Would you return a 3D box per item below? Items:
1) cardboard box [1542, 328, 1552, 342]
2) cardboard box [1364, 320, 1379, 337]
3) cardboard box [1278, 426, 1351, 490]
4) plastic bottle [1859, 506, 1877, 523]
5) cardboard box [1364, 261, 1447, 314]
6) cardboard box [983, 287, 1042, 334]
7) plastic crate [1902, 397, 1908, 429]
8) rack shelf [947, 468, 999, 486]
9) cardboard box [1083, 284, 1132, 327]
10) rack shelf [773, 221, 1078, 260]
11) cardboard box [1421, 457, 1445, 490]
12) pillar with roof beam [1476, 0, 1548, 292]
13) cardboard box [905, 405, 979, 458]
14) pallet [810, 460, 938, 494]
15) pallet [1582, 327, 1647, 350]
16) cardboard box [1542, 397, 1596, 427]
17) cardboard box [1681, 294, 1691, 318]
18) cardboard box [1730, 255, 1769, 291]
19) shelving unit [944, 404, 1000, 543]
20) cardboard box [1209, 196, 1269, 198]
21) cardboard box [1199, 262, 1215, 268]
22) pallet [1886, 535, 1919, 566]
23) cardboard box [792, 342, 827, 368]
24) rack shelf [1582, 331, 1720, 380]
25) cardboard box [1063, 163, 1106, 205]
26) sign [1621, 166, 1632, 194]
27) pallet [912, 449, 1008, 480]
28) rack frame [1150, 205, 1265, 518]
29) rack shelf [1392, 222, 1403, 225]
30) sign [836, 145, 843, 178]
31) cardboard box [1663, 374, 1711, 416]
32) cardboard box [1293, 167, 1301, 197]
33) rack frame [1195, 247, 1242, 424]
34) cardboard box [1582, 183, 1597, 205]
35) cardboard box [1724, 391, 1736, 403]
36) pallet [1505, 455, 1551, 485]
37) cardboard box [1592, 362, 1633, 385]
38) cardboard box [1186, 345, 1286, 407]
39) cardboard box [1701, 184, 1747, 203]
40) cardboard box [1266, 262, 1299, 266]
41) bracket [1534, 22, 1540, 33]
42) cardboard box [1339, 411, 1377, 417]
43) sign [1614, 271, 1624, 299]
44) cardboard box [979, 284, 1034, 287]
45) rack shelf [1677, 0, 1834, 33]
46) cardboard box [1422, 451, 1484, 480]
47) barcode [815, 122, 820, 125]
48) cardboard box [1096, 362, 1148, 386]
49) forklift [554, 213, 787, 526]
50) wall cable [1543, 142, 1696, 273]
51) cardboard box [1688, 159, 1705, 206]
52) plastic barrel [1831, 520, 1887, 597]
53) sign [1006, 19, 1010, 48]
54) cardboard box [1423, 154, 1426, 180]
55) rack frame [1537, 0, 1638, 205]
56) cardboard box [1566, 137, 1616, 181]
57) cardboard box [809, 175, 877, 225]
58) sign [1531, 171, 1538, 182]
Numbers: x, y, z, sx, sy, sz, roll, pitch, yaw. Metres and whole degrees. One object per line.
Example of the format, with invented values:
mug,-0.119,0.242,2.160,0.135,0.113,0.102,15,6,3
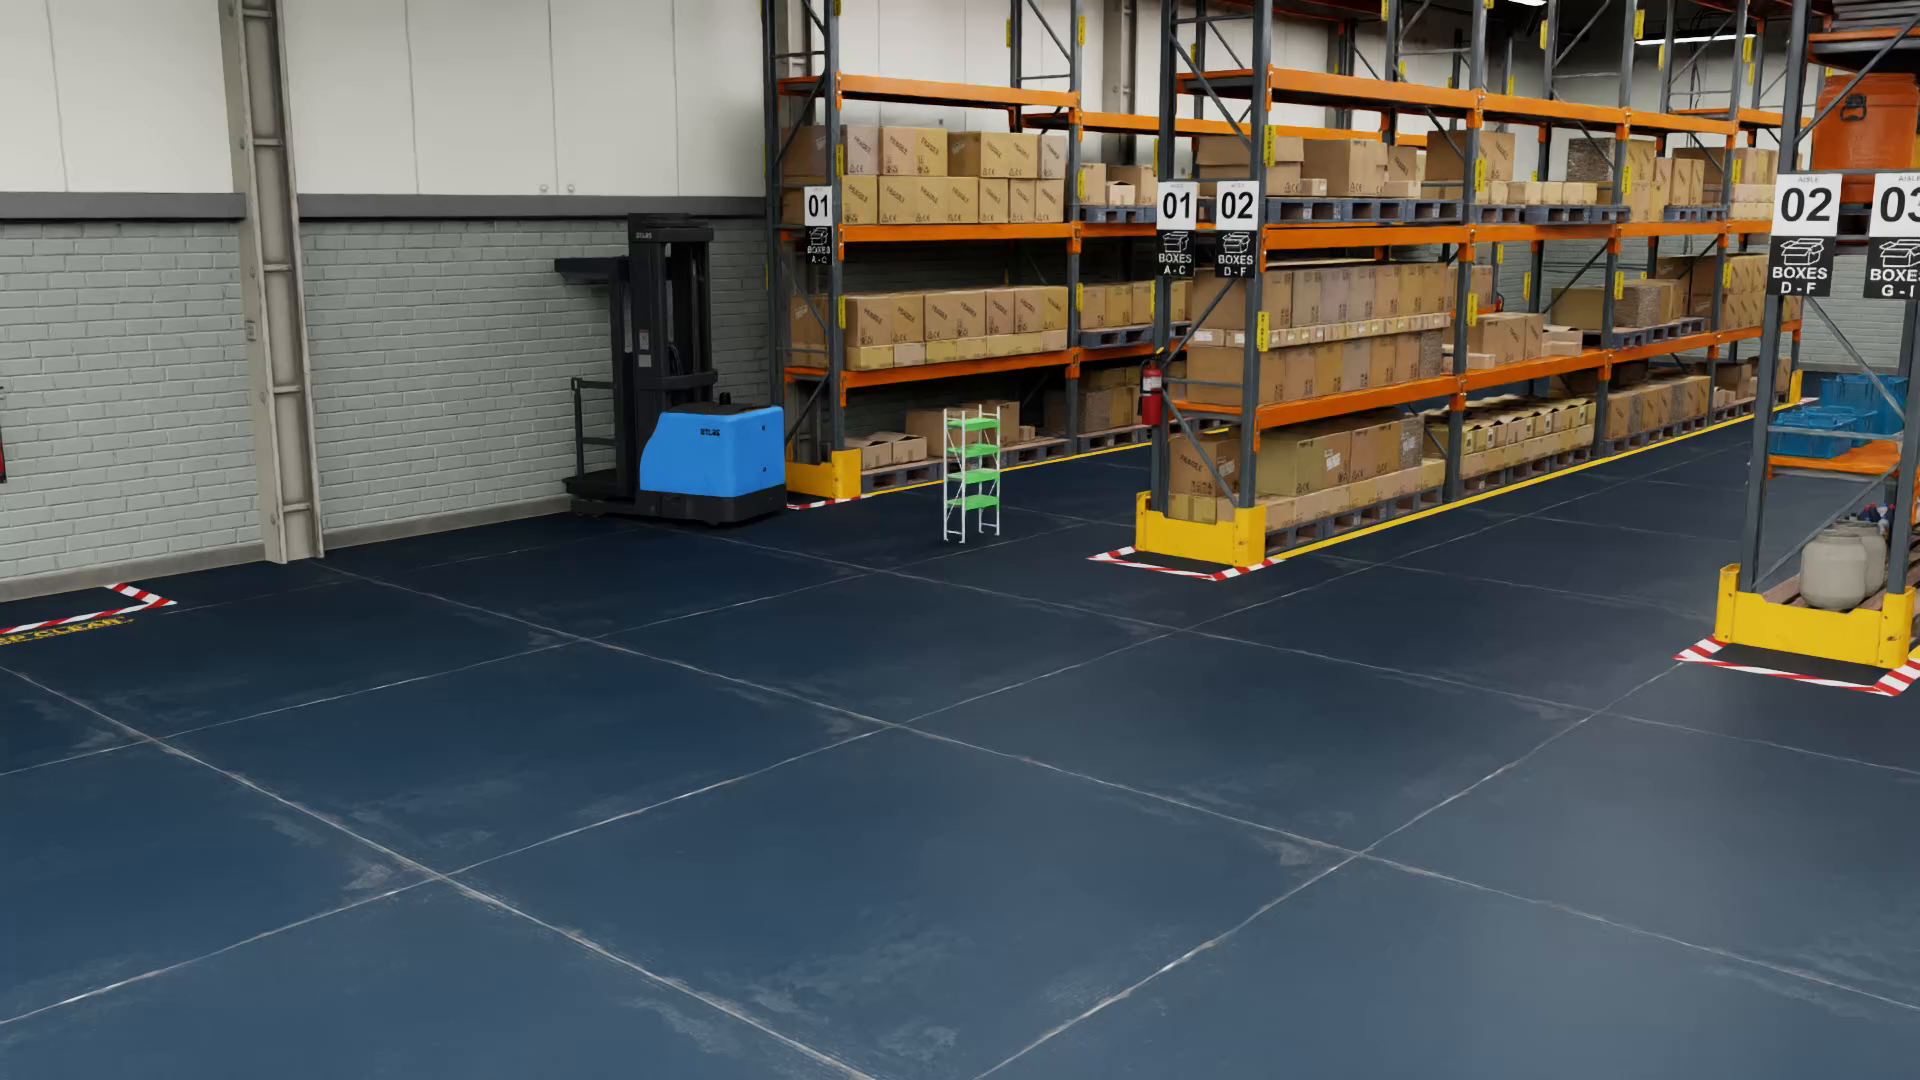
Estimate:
cardboard box,6.647,-2.368,19.636,0.500,0.311,0.500,10,15,40
cardboard box,3.712,-2.003,15.670,0.380,0.149,0.250,10,15,42
cardboard box,3.272,-0.766,15.419,0.500,0.500,0.500,10,15,40
plastic bottle,7.492,-0.112,13.756,0.144,0.351,0.185,9,14,38
cardboard box,4.454,-2.549,16.746,0.700,0.500,0.500,10,15,41
cardboard box,0.614,-2.690,19.437,0.500,0.500,0.500,10,15,40
plastic crate,7.353,-1.021,13.208,0.450,0.188,0.662,10,15,40
rack shelf,0.109,-0.550,15.228,0.258,0.148,0.480,10,15,40
cardboard box,1.755,-2.986,21.125,0.500,0.500,0.700,-10,15,-42
rack shelf,-0.301,-3.393,18.721,1.077,0.370,4.000,10,15,40
cardboard box,4.601,-0.691,16.959,0.500,0.250,0.500,10,15,40
pillar with roof beam,13.307,-7.229,28.432,9.100,9.000,0.548,10,15,40
cardboard box,-0.199,-1.246,19.052,0.700,0.500,0.500,9,14,37
pallet,-1.008,-0.740,18.376,1.003,0.211,1.213,10,15,40
pallet,7.778,-2.533,20.724,1.213,0.211,1.003,10,15,40
cardboard box,7.222,-1.542,19.788,0.500,0.311,0.500,10,15,42
cardboard box,10.161,-3.262,23.631,0.500,0.500,0.500,10,15,41
cardboard box,11.566,-3.907,24.304,0.500,0.500,0.500,10,15,42
shelving unit,0.109,-0.613,15.216,0.258,1.200,0.503,10,15,40
cardboard box,3.930,-4.971,23.405,0.700,0.500,0.500,8,14,36
cardboard box,3.764,-3.831,23.752,0.500,0.250,0.500,10,15,42
pallet,7.986,0.172,13.810,1.003,0.211,1.213,10,15,40
cardboard box,-1.458,-2.011,17.954,0.500,0.250,0.500,10,15,41
rack shelf,8.703,-2.460,21.704,1.077,0.370,4.000,10,15,40
cardboard box,1.440,-4.366,20.424,0.500,0.500,0.500,-9,15,-39
sign,7.794,-4.208,19.443,0.100,0.325,0.005,10,15,40
pallet,-0.203,-0.918,19.270,1.003,0.211,1.213,10,15,40
rack frame,2.102,-1.341,14.267,1.000,3.000,0.127,10,15,40
rack shelf,7.620,-5.159,27.561,1.077,0.370,4.000,10,15,40
sign,-1.214,-3.810,16.741,0.100,0.325,0.005,10,15,40
cardboard box,9.913,-1.987,22.759,0.500,0.500,0.500,10,15,40
cardboard box,3.031,-3.328,15.356,0.500,0.311,0.500,-10,15,-41
rack frame,3.659,-3.158,23.364,1.000,3.000,0.127,10,15,40
cardboard box,7.126,-4.047,19.469,0.500,0.250,0.500,8,14,36
cardboard box,11.026,-2.095,24.154,0.380,0.166,0.250,10,15,40
pallet,6.005,-0.856,18.958,1.003,0.211,1.213,10,15,40
cardboard box,8.530,-2.204,21.930,0.500,0.250,0.500,9,15,39
cardboard box,2.420,-1.457,14.593,0.700,0.500,0.500,10,15,40
cardboard box,10.531,-4.789,22.976,0.500,0.250,0.500,10,15,40
cardboard box,4.507,-3.843,23.814,0.500,0.250,0.500,9,15,40
bracket,10.613,-9.566,30.942,0.235,0.232,0.430,10,15,40
cardboard box,3.877,-1.053,16.856,0.500,0.500,0.500,10,15,40
sign,7.802,-3.015,19.690,0.100,0.325,0.005,10,15,40
cardboard box,0.552,-2.831,20.146,0.500,0.500,0.500,9,15,39
rack shelf,11.344,-7.620,23.737,1.077,0.370,4.000,10,15,40
cardboard box,5.195,-0.814,17.579,0.500,0.250,0.500,9,15,39
barcode,-1.528,-4.455,17.858,0.001,0.075,0.075,10,15,40
cardboard box,2.121,-2.180,21.811,0.500,0.250,0.500,9,15,39
forklift,-3.273,-1.745,16.464,3.031,2.935,1.130,5,12,25
wall cable,12.942,-6.540,32.909,3.097,2.526,0.112,10,15,40
cardboard box,9.636,-4.817,22.429,0.600,0.600,0.600,8,14,35
plastic barrel,6.528,0.133,12.164,0.421,0.512,0.421,0,11,0
sign,0.598,-6.118,20.078,0.100,0.325,0.005,10,15,40
cardboard box,7.316,-5.912,26.633,0.500,0.500,0.500,9,15,39
rack frame,7.383,-5.460,19.573,1.000,3.000,0.127,10,15,40
cardboard box,7.676,-4.592,20.076,0.500,0.500,0.500,10,15,40
cardboard box,-1.213,-3.528,17.250,0.500,0.500,0.500,10,15,42
sign,6.977,-4.313,20.169,0.100,0.325,0.005,10,15,40
